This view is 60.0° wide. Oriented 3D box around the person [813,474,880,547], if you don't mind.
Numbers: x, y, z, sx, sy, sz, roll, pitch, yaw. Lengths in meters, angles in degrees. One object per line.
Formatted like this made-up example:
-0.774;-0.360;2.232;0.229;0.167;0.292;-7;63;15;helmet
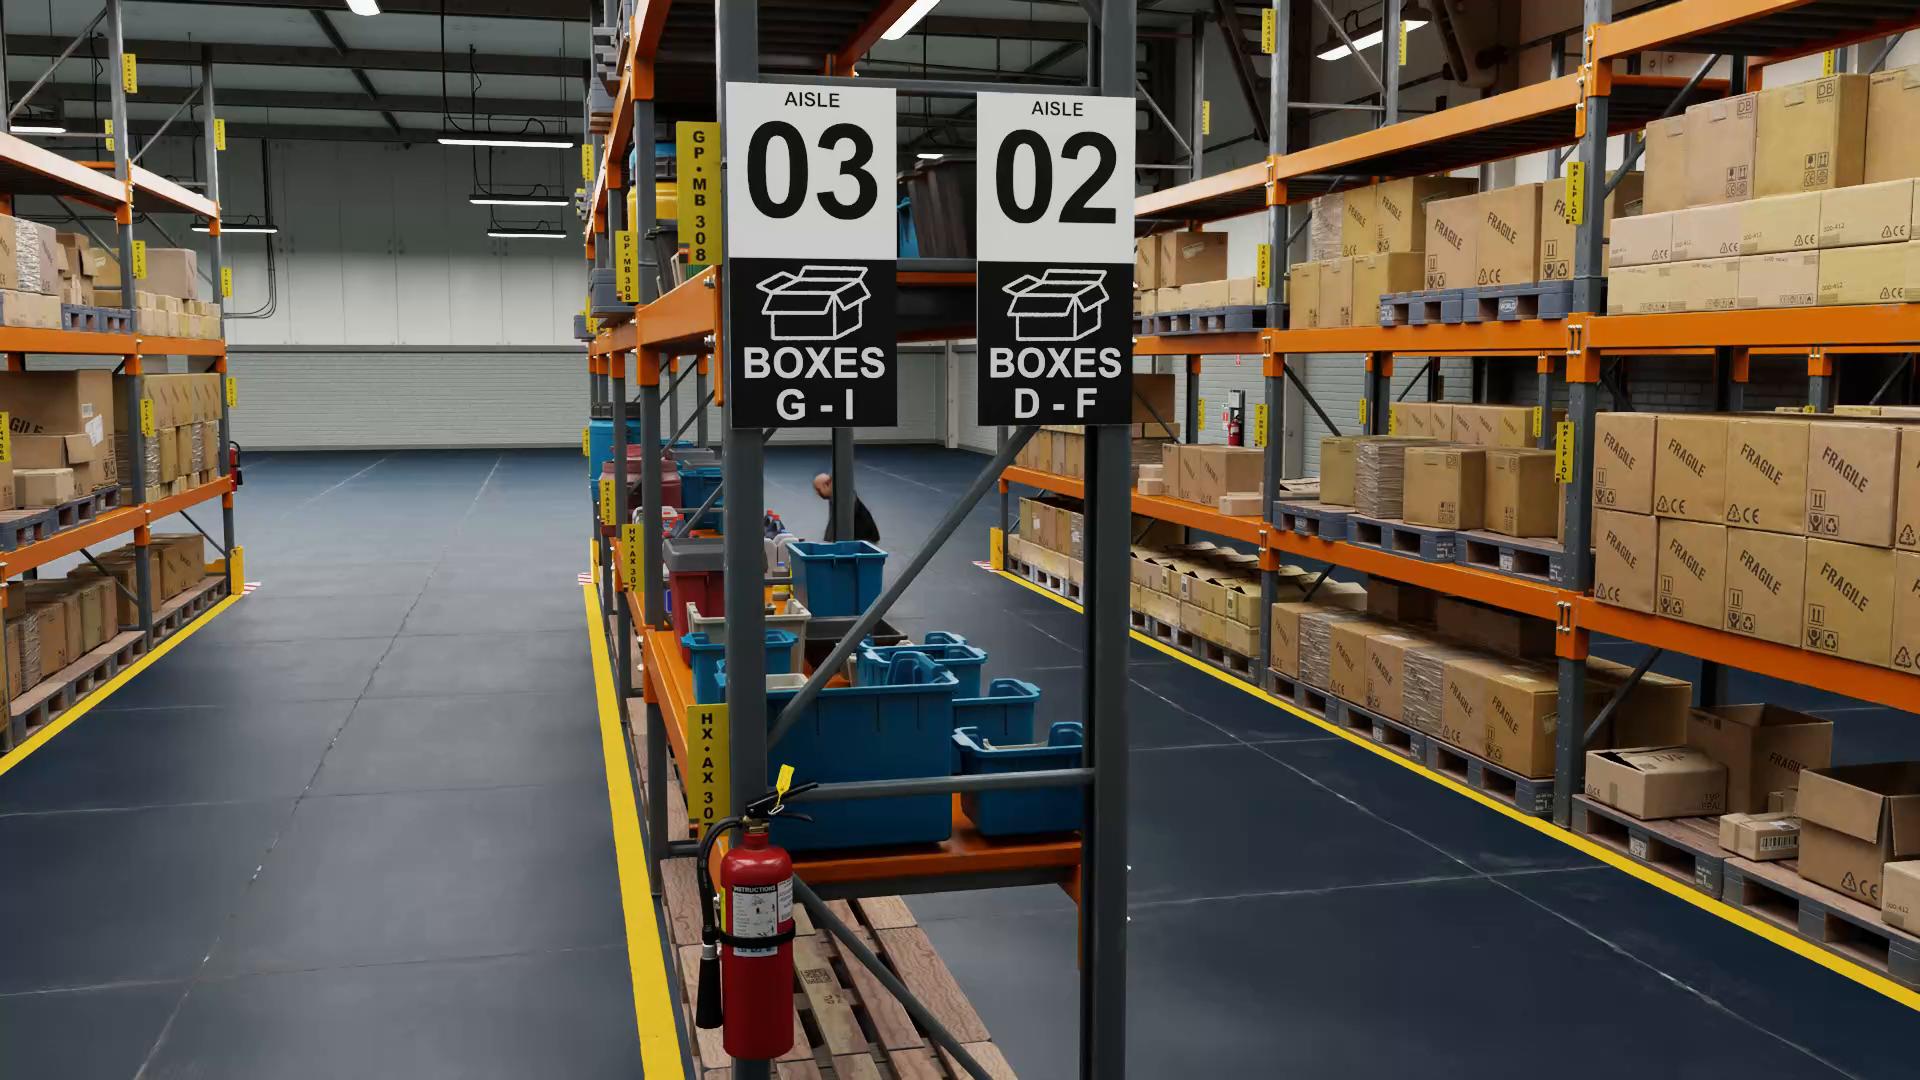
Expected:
-1.148;0.053;16.830;0.670;1.461;0.590;-1;6;-13;person
